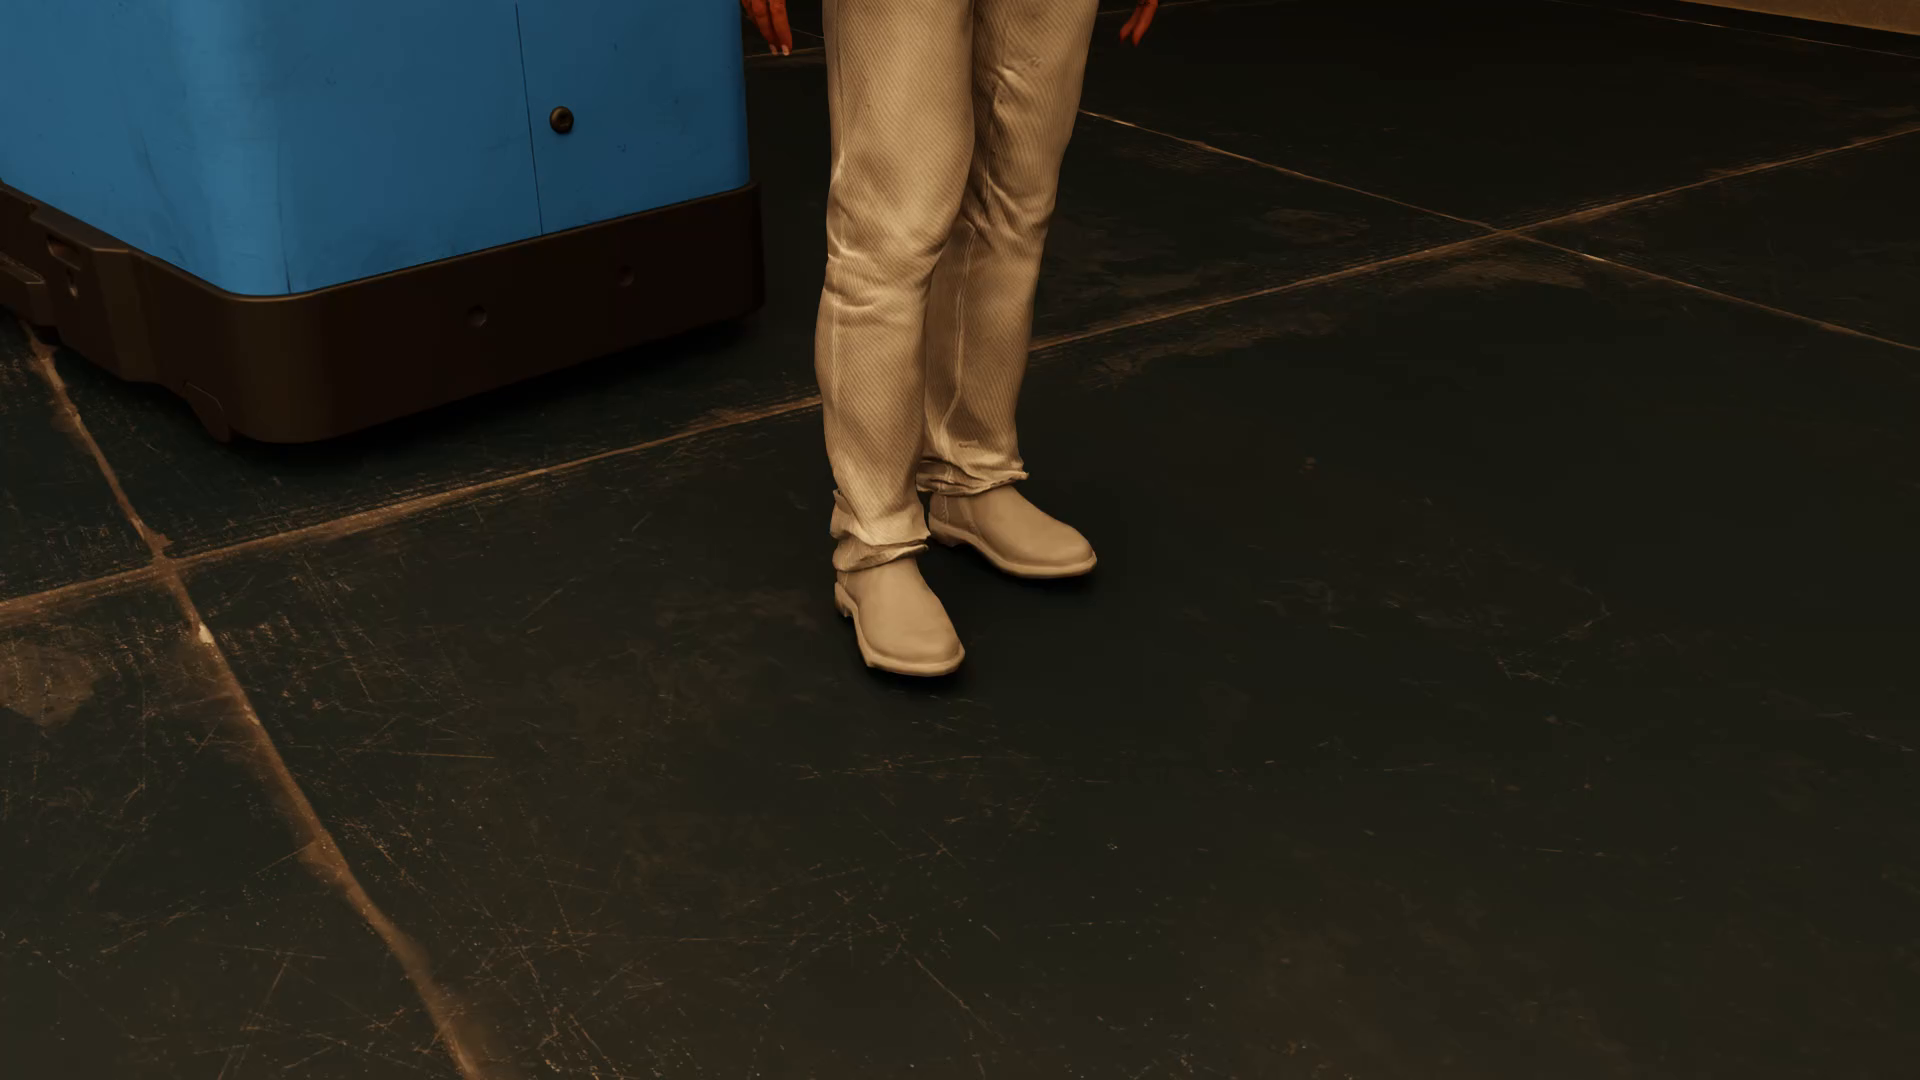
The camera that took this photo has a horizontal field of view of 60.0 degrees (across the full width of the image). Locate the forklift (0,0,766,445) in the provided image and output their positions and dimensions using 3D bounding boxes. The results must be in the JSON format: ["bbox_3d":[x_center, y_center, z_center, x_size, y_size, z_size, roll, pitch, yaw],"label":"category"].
[{"bbox_3d":[-1.793,-2.018,3.255,3.031,2.935,1.130,23,35,38],"label":"forklift"}]

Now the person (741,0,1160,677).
[{"bbox_3d":[0.036,-0.766,2.048,0.666,1.761,0.575,-17,31,-31],"label":"person"}]
